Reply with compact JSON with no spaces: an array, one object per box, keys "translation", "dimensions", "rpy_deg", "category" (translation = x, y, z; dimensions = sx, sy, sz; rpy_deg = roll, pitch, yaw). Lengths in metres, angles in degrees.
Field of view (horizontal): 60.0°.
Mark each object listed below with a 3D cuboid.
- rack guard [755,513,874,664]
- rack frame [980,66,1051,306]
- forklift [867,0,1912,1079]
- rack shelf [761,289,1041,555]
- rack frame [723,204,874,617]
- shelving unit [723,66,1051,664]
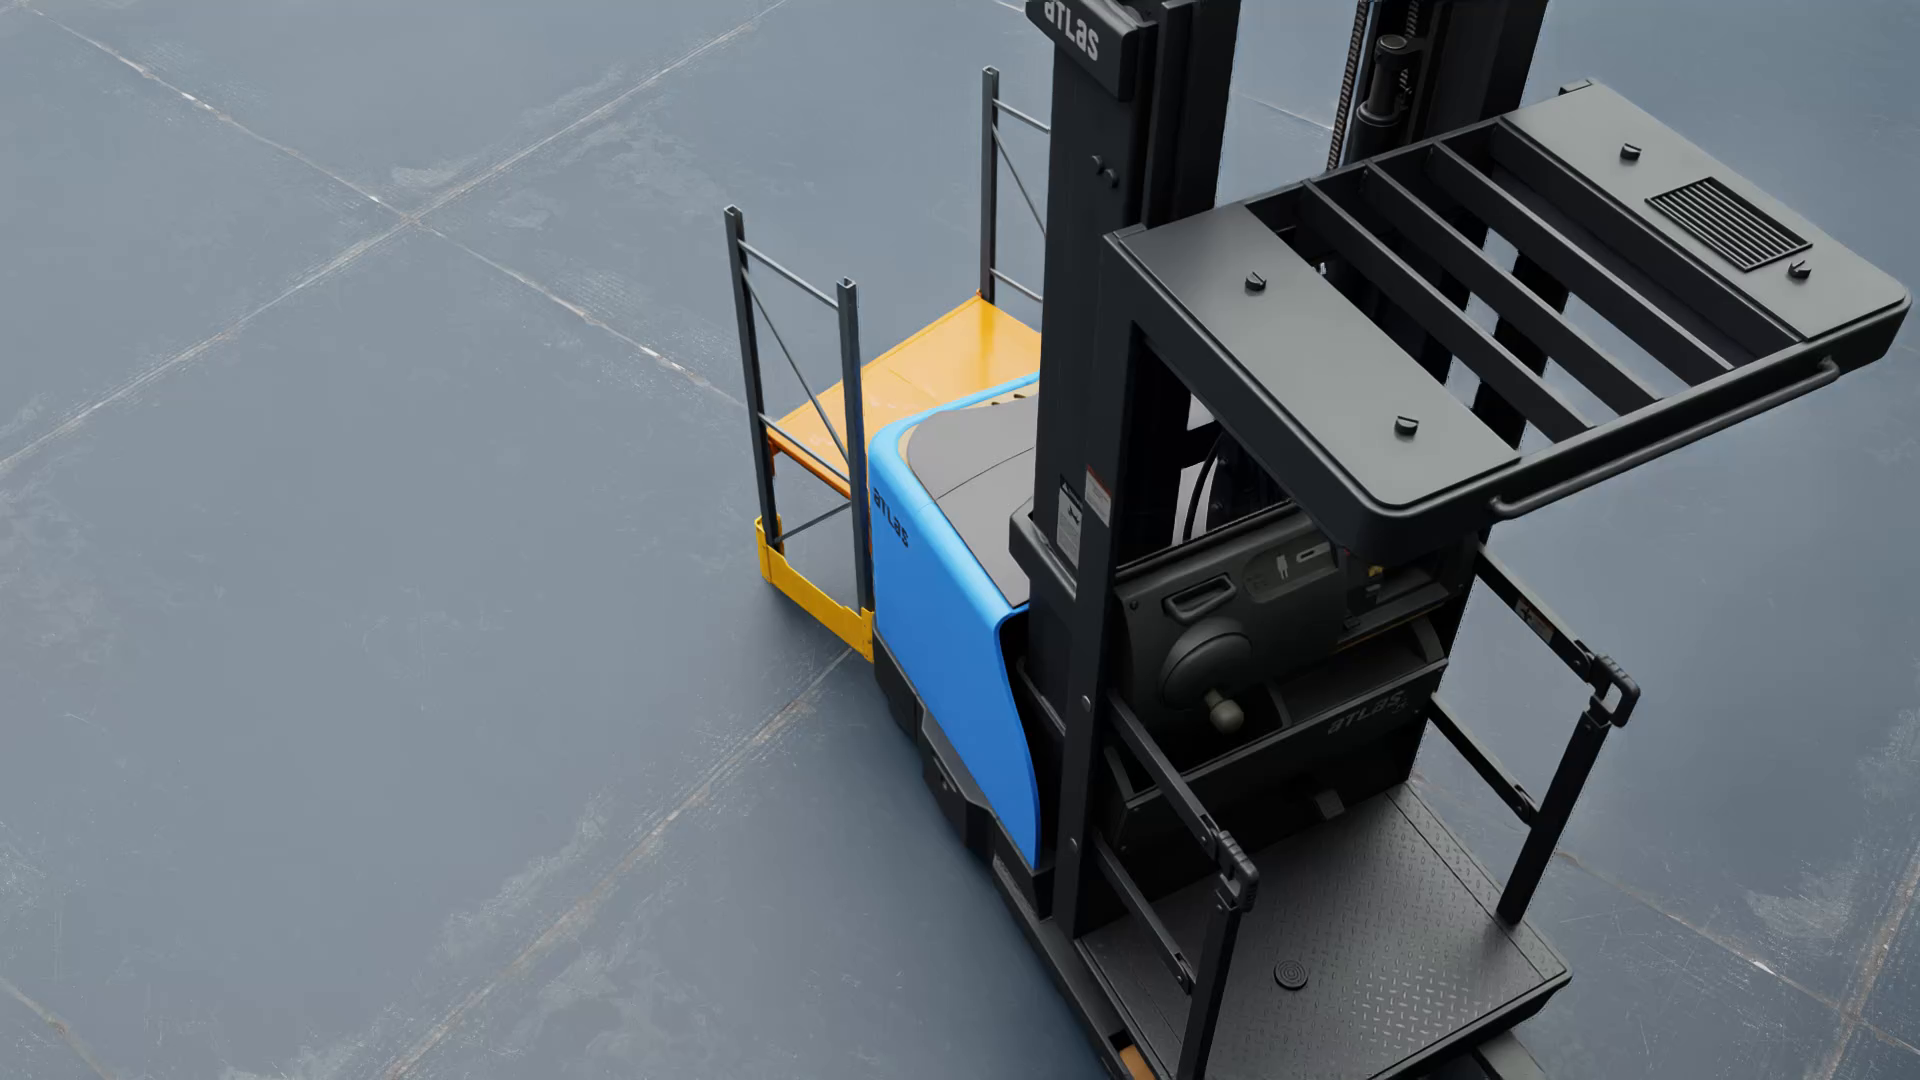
[{"translation":[-0.444,0.155,5.429],"dimensions":[0.587,0.250,0.087],"rpy_deg":[35,56,29],"category":"rack guard"},{"translation":[0.256,-0.790,5.468],"dimensions":[0.500,1.500,0.032],"rpy_deg":[35,56,29],"category":"rack frame"},{"translation":[0.862,0.210,3.523],"dimensions":[1.130,2.935,3.031],"rpy_deg":[-21,50,-19],"category":"forklift"},{"translation":[-0.101,-0.404,5.348],"dimensions":[0.538,0.185,1.000],"rpy_deg":[35,56,29],"category":"rack shelf"},{"translation":[-0.458,-0.267,4.968],"dimensions":[0.500,1.500,0.032],"rpy_deg":[35,56,29],"category":"rack frame"},{"translation":[-0.095,-0.533,5.222],"dimensions":[0.587,1.500,1.083],"rpy_deg":[35,56,29],"category":"shelving unit"}]
